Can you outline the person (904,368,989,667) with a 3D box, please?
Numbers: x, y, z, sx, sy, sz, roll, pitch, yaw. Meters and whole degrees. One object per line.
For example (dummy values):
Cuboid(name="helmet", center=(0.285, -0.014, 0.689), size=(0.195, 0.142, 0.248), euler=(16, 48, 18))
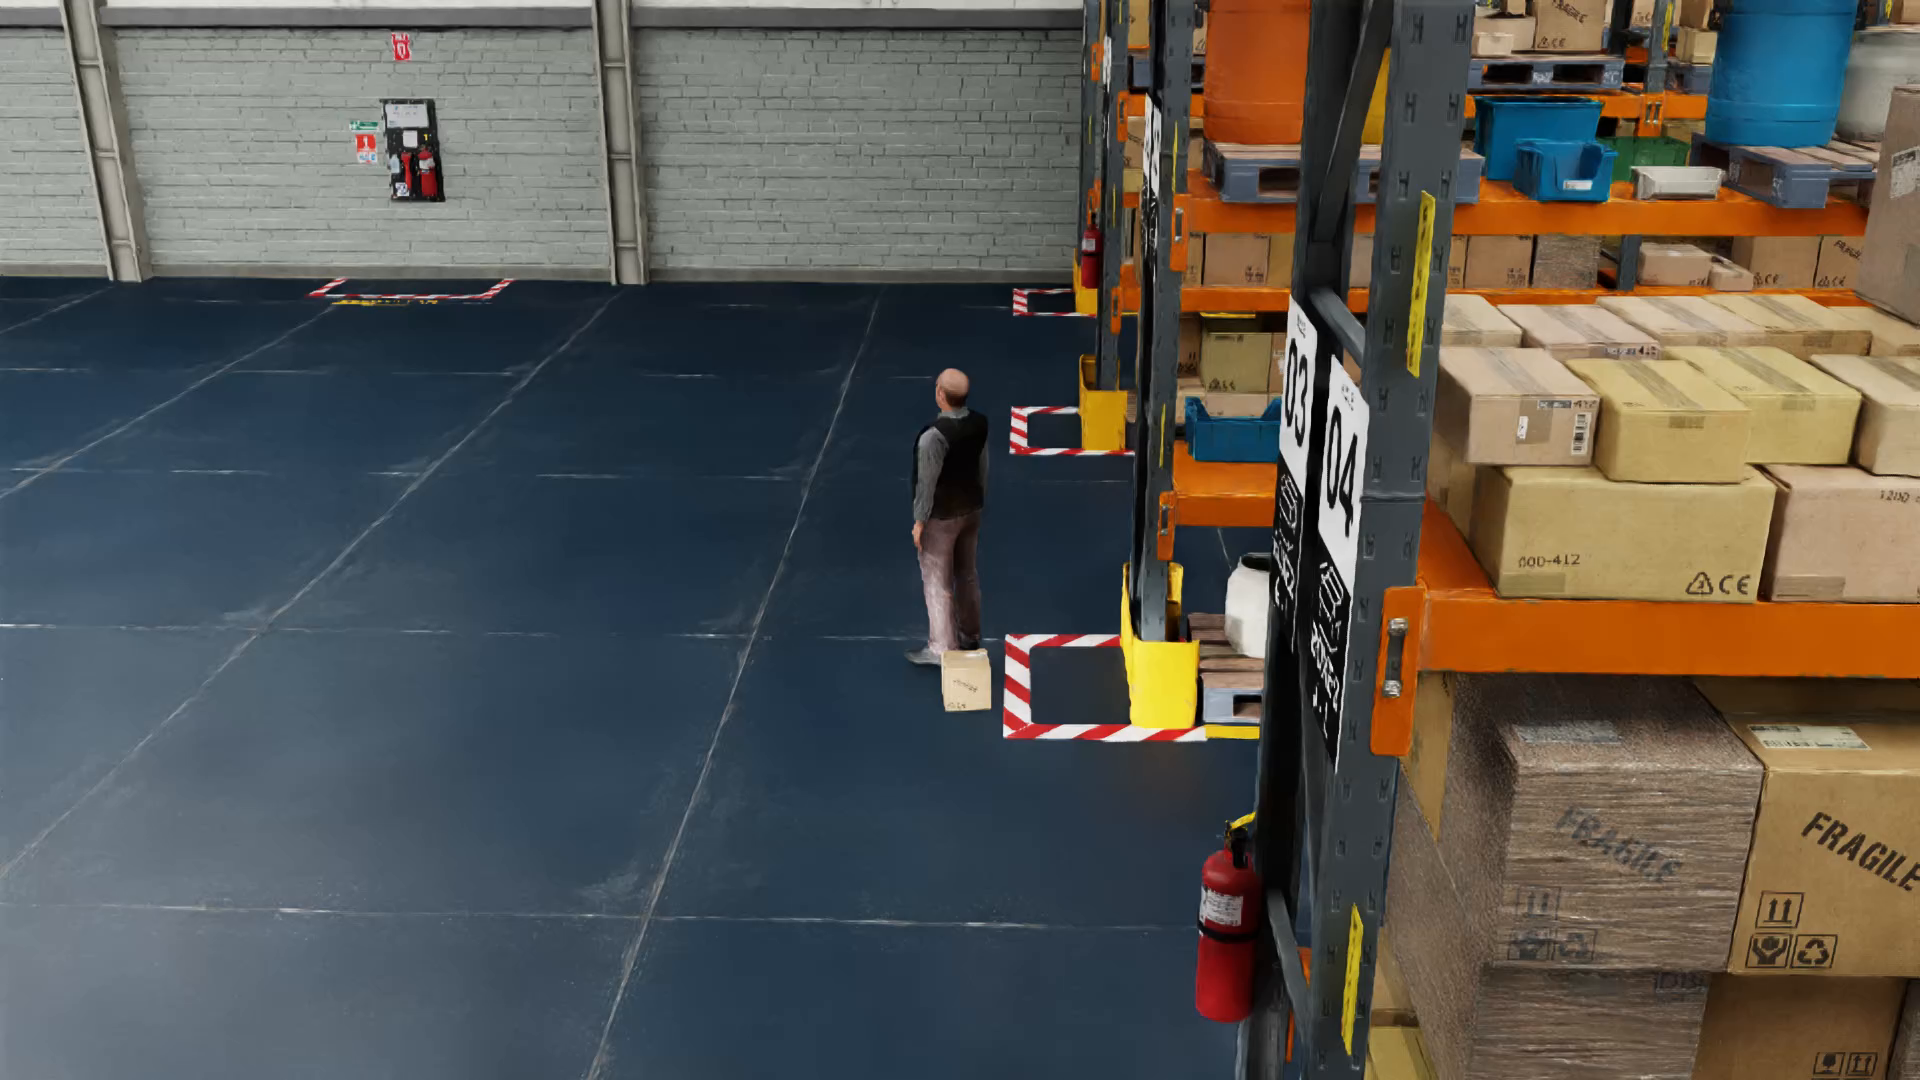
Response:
Cuboid(name="person", center=(-0.079, -0.142, 9.434), size=(0.374, 1.723, 0.542), euler=(17, 27, 38))
